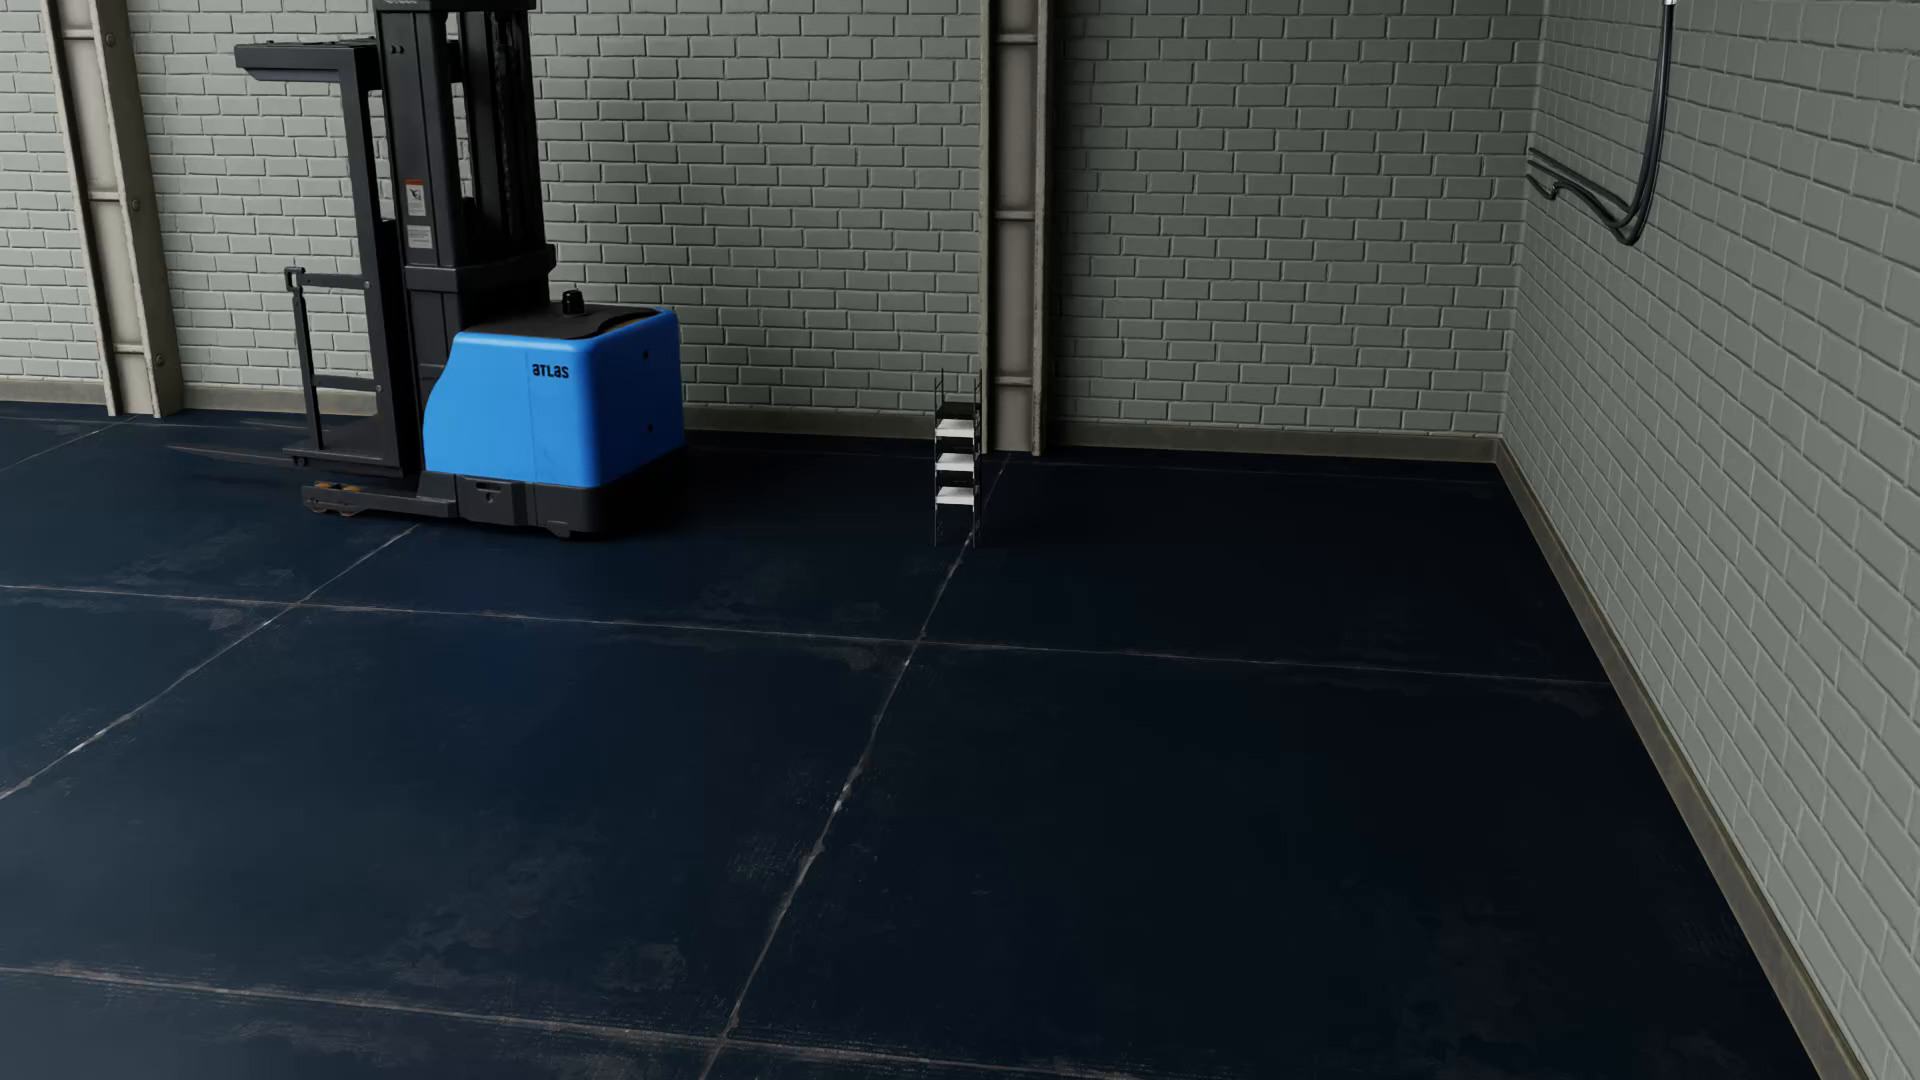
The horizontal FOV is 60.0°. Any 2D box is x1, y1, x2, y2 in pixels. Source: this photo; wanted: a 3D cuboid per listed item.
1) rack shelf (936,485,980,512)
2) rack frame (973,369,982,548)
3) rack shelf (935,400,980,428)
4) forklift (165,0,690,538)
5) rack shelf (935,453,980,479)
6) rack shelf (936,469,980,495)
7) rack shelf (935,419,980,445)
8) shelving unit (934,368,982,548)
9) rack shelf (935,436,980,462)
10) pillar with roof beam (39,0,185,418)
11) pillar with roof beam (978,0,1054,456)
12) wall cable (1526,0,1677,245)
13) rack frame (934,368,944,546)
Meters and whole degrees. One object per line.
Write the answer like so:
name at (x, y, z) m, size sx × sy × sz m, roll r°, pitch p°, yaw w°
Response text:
rack shelf at (-0.008, -0.225, 8.729) m, size 0.200 × 0.077 × 0.258 m, roll 3°, pitch 19°, yaw 9°
rack frame at (0.092, -0.422, 8.646) m, size 0.006 × 0.900 × 0.240 m, roll 3°, pitch 19°, yaw 9°
rack shelf at (-0.008, -0.652, 8.586) m, size 0.200 × 0.077 × 0.258 m, roll 3°, pitch 19°, yaw 9°
forklift at (-3.125, -1.668, 9.170) m, size 3.031 × 2.935 × 1.130 m, roll 6°, pitch 20°, yaw 18°
rack shelf at (-0.008, -0.396, 8.672) m, size 0.200 × 0.077 × 0.258 m, roll 3°, pitch 19°, yaw 9°
rack shelf at (-0.008, -0.310, 8.701) m, size 0.200 × 0.077 × 0.258 m, roll 3°, pitch 19°, yaw 9°
rack shelf at (-0.008, -0.566, 8.615) m, size 0.200 × 0.077 × 0.258 m, roll 3°, pitch 19°, yaw 9°
shelving unit at (-0.008, -0.427, 8.662) m, size 0.210 × 0.900 × 0.258 m, roll 3°, pitch 19°, yaw 9°
rack shelf at (-0.008, -0.481, 8.644) m, size 0.200 × 0.077 × 0.258 m, roll 3°, pitch 19°, yaw 9°
pillar with roof beam at (-6.272, -3.805, 5.992) m, size 0.400 × 9.000 × 9.100 m, roll 3°, pitch 19°, yaw 9°
pillar with roof beam at (-0.348, -3.503, 5.090) m, size 0.400 × 9.000 × 9.100 m, roll 3°, pitch 19°, yaw 9°
wall cable at (3.034, -2.816, 7.932) m, size 0.112 × 2.526 × 3.097 m, roll 3°, pitch 19°, yaw 9°
rack frame at (-0.108, -0.432, 8.677) m, size 0.006 × 0.900 × 0.240 m, roll 3°, pitch 19°, yaw 9°
